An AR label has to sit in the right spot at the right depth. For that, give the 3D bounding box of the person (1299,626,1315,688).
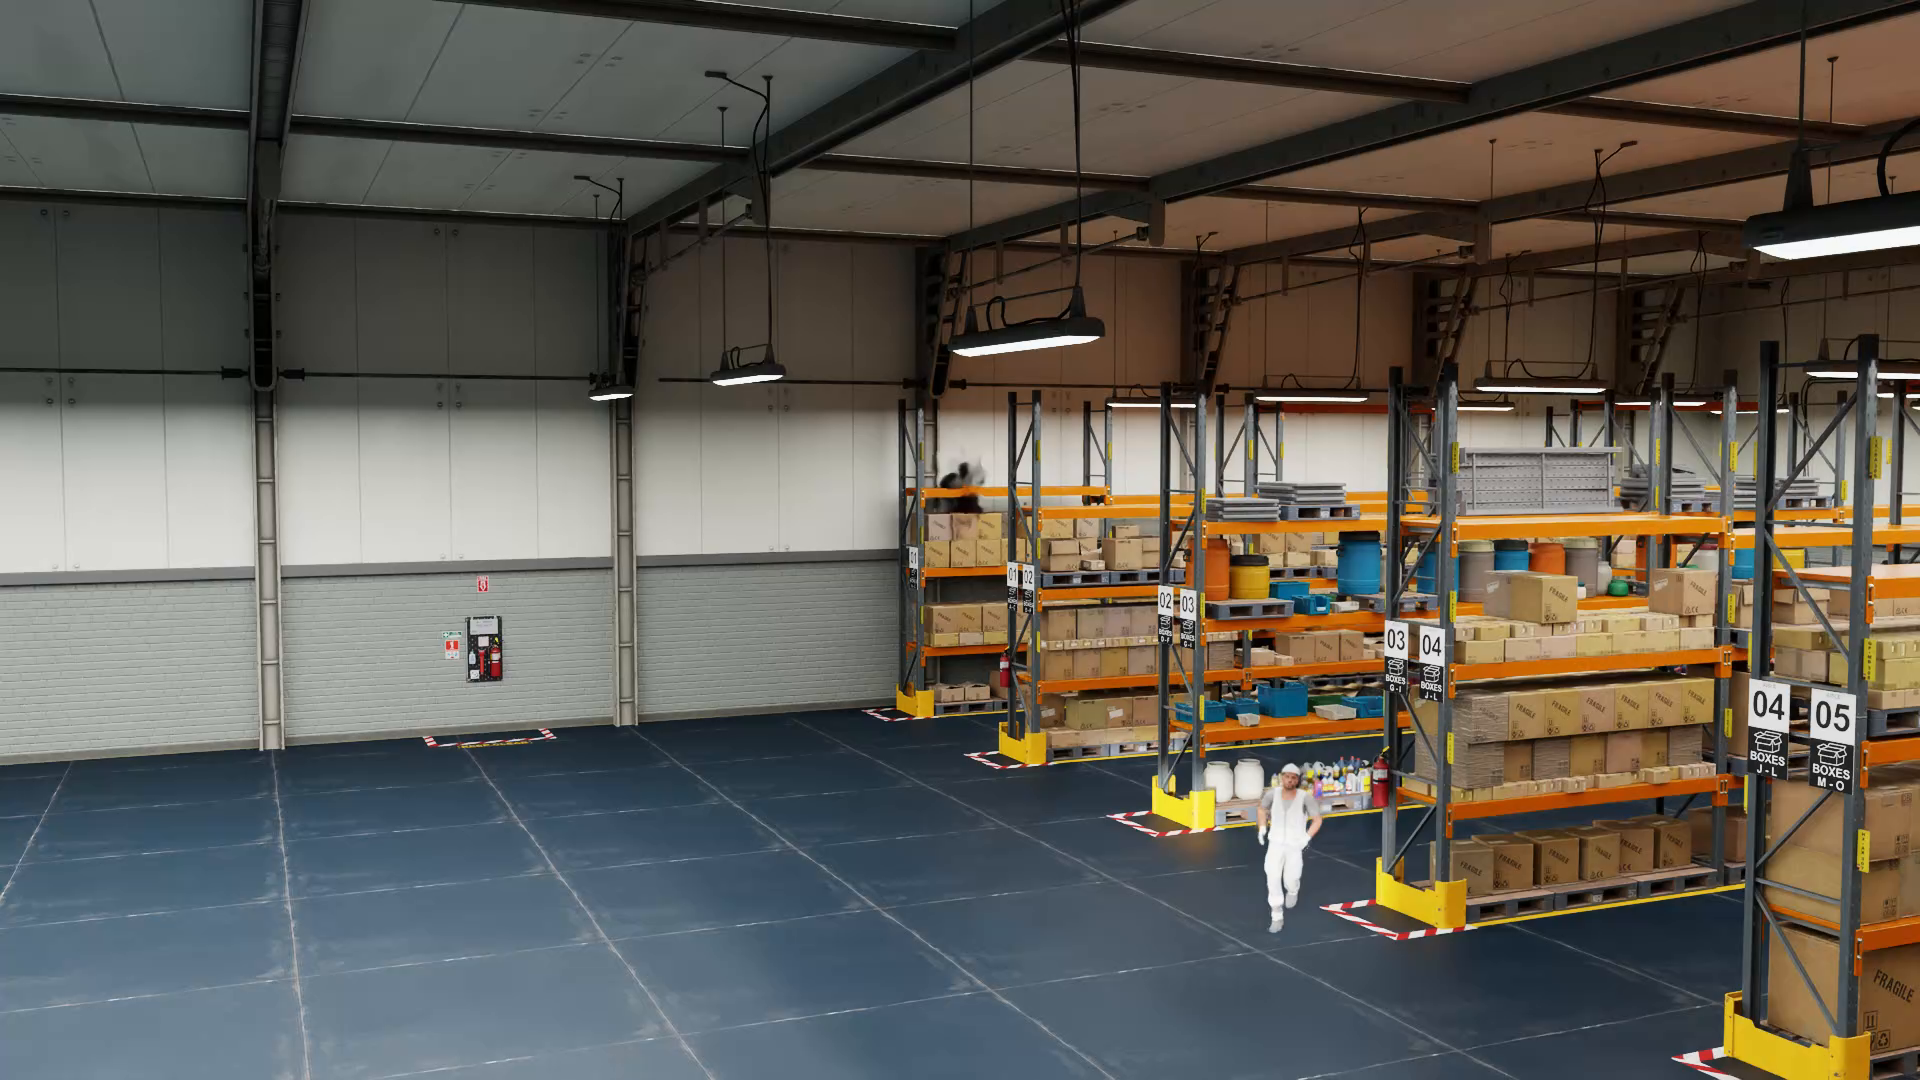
[{"bbox_3d":[6.685,2.406,32.057,0.720,1.802,0.653,-2,4,-29],"label":"person"}]

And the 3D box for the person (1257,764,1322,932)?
[{"bbox_3d":[3.527,3.264,17.845,0.703,1.771,0.797,1,4,21],"label":"person"}]
